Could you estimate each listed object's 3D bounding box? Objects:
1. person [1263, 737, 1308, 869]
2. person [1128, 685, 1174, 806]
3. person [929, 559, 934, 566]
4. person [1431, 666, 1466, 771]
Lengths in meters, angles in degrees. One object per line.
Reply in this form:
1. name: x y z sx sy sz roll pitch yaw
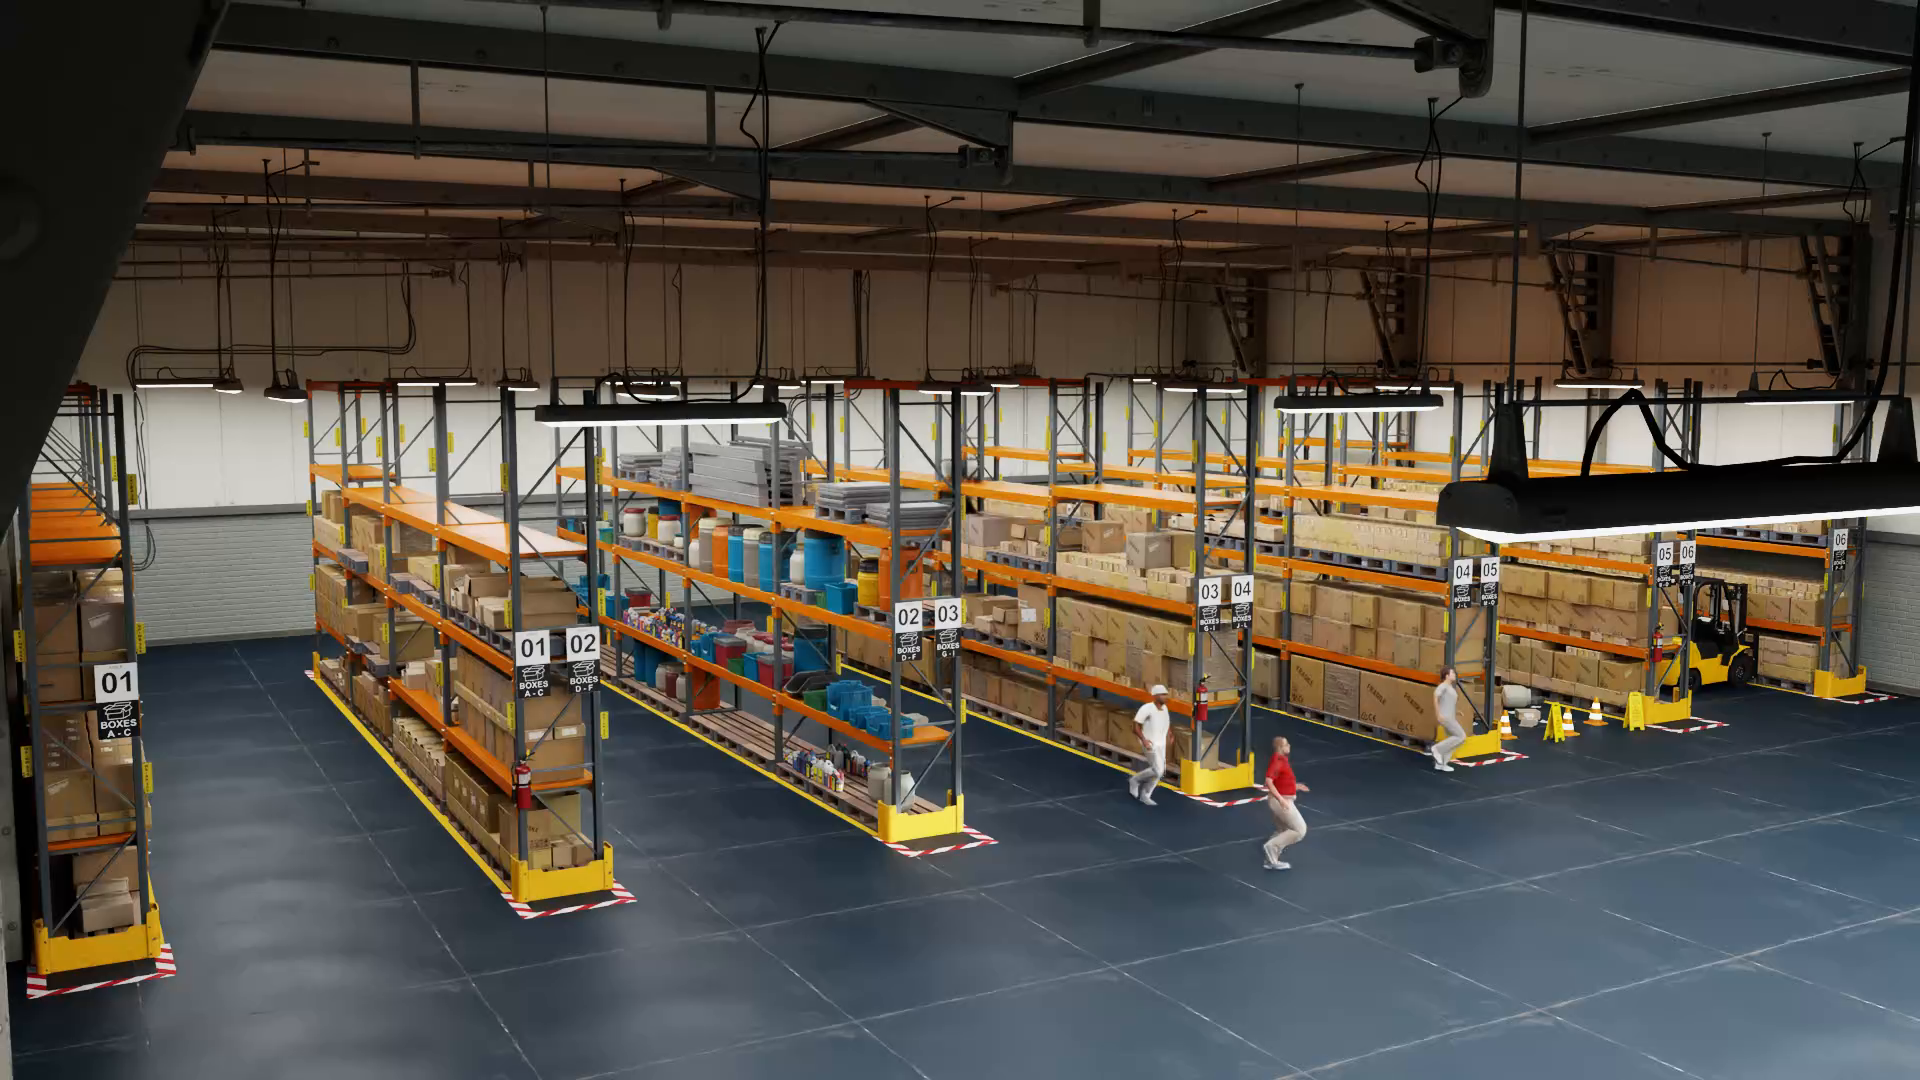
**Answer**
1. person: 4.065 3.286 20.764 0.590 1.677 0.664 0 6 3
2. person: 2.796 2.942 24.036 0.563 1.721 0.712 5 8 41
3. person: -0.805 1.188 40.994 0.666 1.615 0.823 5 8 41
4. person: 7.661 2.776 25.958 0.513 1.597 0.597 3 7 27
